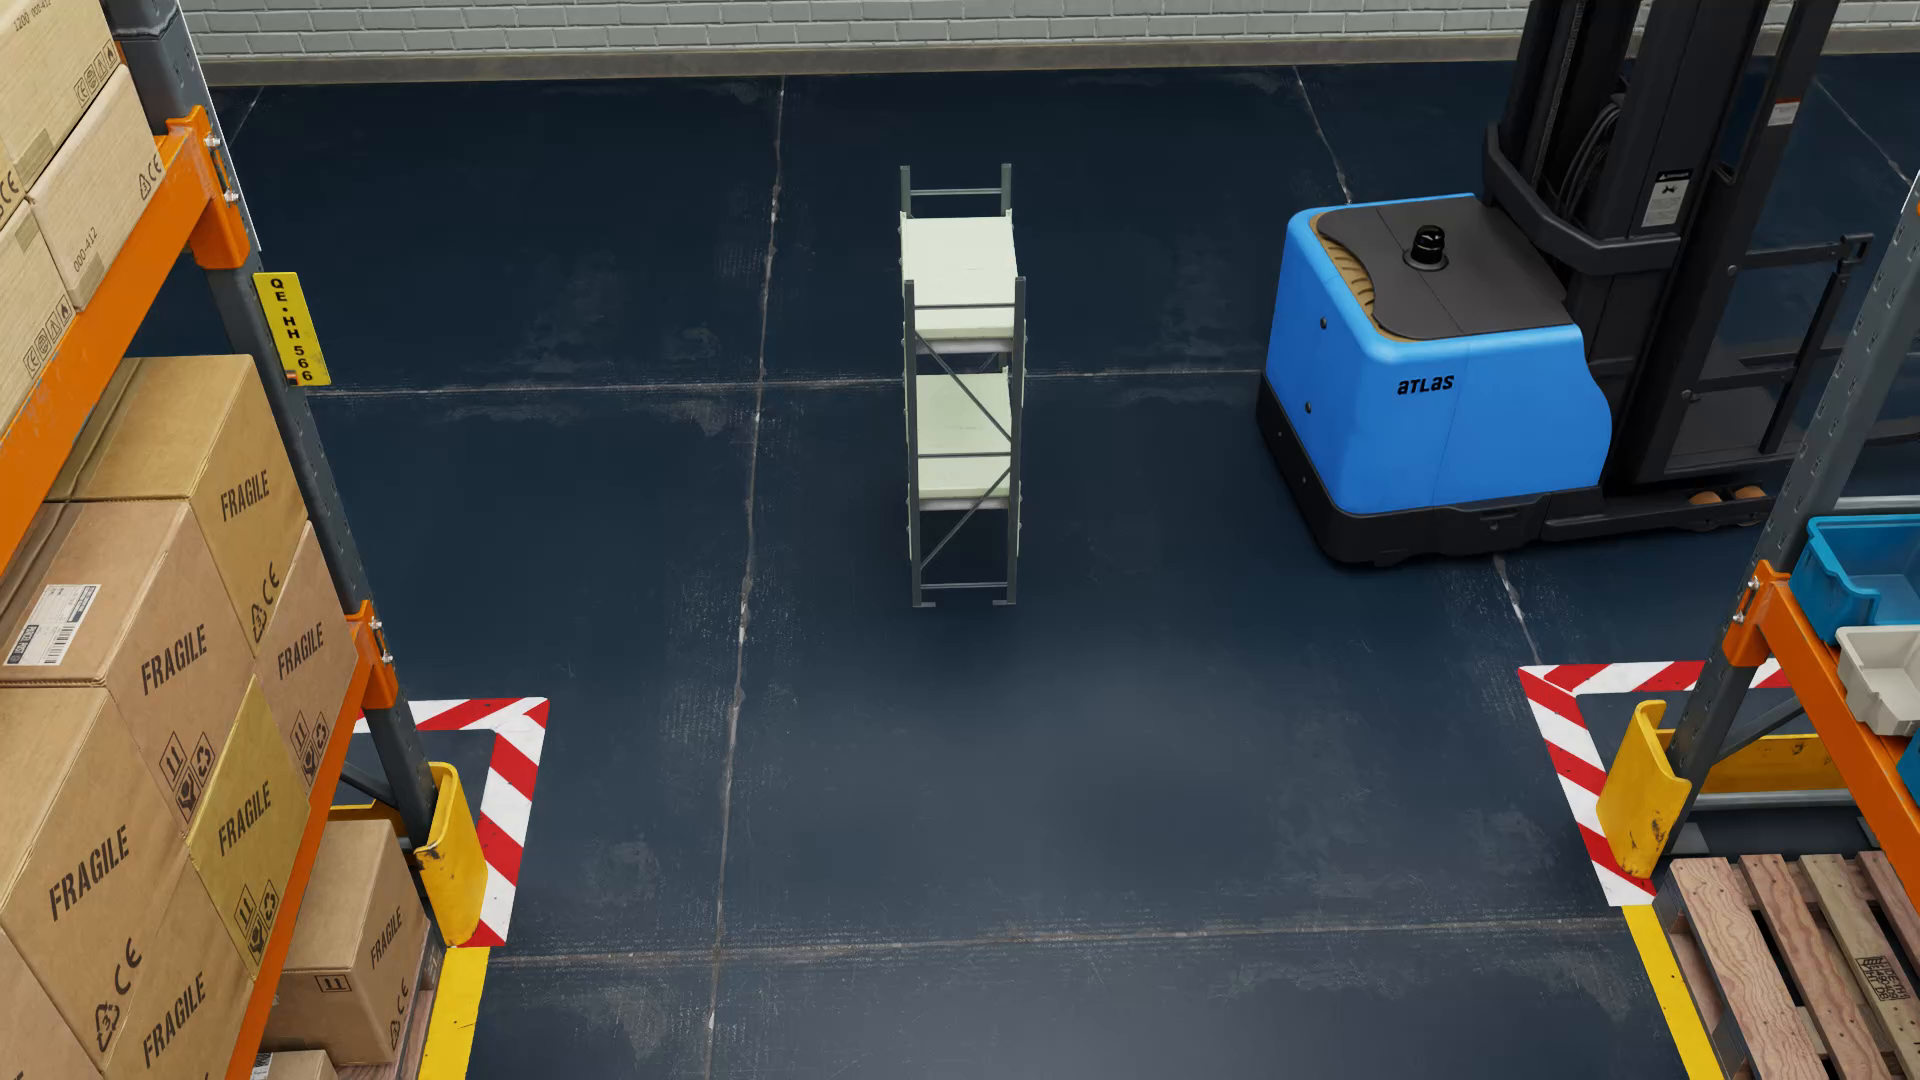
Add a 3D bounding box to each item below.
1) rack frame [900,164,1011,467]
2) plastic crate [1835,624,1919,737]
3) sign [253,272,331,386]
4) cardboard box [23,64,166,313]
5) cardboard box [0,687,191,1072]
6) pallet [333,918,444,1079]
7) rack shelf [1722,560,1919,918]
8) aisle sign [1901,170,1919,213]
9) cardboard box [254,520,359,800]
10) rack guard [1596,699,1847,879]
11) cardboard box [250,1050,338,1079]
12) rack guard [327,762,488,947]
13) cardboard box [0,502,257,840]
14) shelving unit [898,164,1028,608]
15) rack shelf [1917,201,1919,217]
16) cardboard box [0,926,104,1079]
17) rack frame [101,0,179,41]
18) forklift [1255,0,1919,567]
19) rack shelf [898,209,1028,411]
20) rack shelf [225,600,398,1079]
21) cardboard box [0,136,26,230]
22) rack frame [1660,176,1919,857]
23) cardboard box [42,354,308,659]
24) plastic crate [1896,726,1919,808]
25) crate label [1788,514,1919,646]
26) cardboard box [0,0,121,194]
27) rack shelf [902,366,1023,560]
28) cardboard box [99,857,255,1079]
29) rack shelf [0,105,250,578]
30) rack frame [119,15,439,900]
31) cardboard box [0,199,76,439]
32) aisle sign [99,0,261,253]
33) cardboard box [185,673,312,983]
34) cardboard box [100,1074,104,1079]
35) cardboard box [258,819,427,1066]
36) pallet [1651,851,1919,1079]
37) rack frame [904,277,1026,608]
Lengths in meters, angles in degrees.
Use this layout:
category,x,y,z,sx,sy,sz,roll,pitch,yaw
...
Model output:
category,x,y,z,sx,sy,sz,roll,pitch,yaw
rack frame,-0.015,-0.795,6.508,0.400,1.500,0.023,-2,43,-2
plastic crate,2.407,0.374,4.273,0.250,0.136,0.298,-2,43,-2
sign,-1.599,-0.502,3.987,0.100,0.325,0.005,-2,43,-2
cardboard box,-1.869,-0.667,3.149,0.500,0.250,0.500,-2,43,-2
cardboard box,-1.812,0.622,3.038,0.500,0.500,0.500,-1,43,-1
pallet,-2.117,1.661,4.782,1.003,0.211,1.213,-2,43,-2
rack shelf,2.879,1.519,3.405,1.077,0.370,4.000,-2,43,-2
aisle sign,2.495,-1.094,3.800,0.394,0.787,0.004,-2,43,-2
cardboard box,-1.864,0.301,4.127,0.500,0.500,0.500,0,43,0
rack guard,2.780,0.810,5.497,1.175,0.500,0.348,-2,43,-2
cardboard box,-1.958,1.562,4.597,0.380,0.166,0.250,-2,43,-2
rack guard,-2.151,1.016,5.271,1.175,0.500,0.348,-2,43,-2
cardboard box,-1.839,0.272,3.420,0.500,0.500,0.500,-1,43,-1
shelving unit,0.000,-0.548,6.238,0.431,1.500,0.755,-2,43,-2
rack shelf,2.879,0.414,2.391,1.077,0.370,4.000,-2,43,-2
cardboard box,-1.790,0.968,2.660,0.500,0.500,0.500,0,43,0
rack frame,-2.155,-2.168,2.455,1.000,3.000,0.127,-2,43,-2
forklift,2.851,-1.460,6.173,3.031,2.935,1.130,-7,43,-8
rack shelf,0.000,-0.836,5.975,0.431,0.370,0.720,-2,43,-2
rack shelf,-2.070,1.659,3.252,1.077,0.370,4.000,-2,43,-2
cardboard box,-1.857,-0.514,2.612,0.500,0.250,0.500,-2,43,-2
rack frame,2.794,-0.096,4.635,1.000,3.000,0.127,-2,43,-2
cardboard box,-1.861,-0.069,3.792,0.500,0.500,0.500,-2,43,-2
plastic crate,2.504,0.564,3.994,0.416,0.233,0.300,-2,43,-2
crate label,2.476,0.120,4.479,0.416,0.233,0.303,-2,43,-2
cardboard box,-1.878,-0.852,2.980,0.500,0.250,0.500,-2,43,-2
rack shelf,0.000,-0.308,6.459,0.431,0.370,0.720,-2,43,-2
cardboard box,-1.822,0.989,3.378,0.500,0.500,0.500,-1,43,-1
rack shelf,-2.070,0.553,2.239,1.077,0.370,4.000,-2,43,-2
rack frame,-2.155,0.044,4.482,1.000,3.000,0.127,-2,43,-2
cardboard box,-1.859,-0.330,2.781,0.500,0.250,0.500,-2,43,-2
aisle sign,-1.852,-0.969,3.664,0.394,0.787,0.004,-2,43,-2
cardboard box,-1.838,0.652,3.745,0.500,0.500,0.500,-1,43,-1
cardboard box,-1.801,1.329,3.007,0.500,0.500,0.500,-2,43,-2
cardboard box,-1.885,1.163,4.786,0.500,0.500,0.500,-2,43,-2
pallet,2.791,1.490,4.968,1.003,0.211,1.213,-2,43,-2
rack frame,0.016,-0.301,5.969,0.400,1.500,0.023,-2,43,-2
